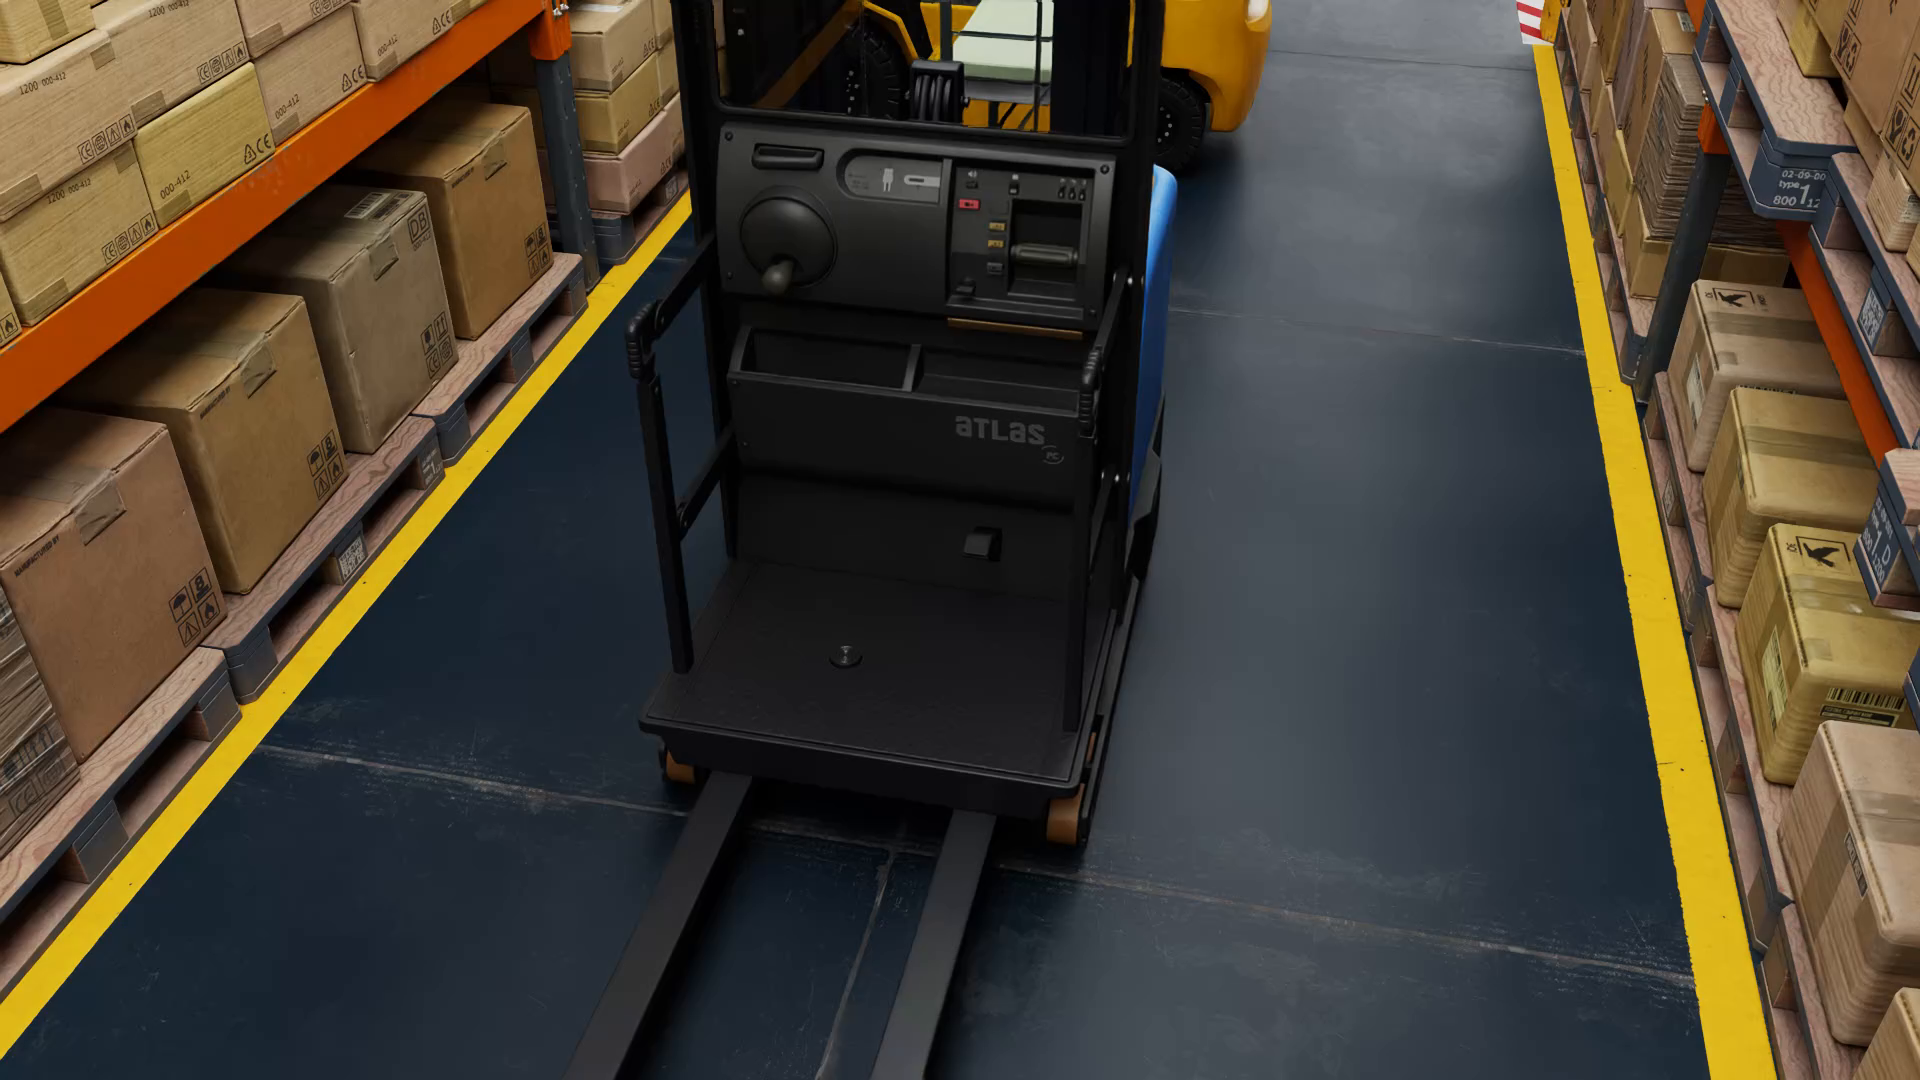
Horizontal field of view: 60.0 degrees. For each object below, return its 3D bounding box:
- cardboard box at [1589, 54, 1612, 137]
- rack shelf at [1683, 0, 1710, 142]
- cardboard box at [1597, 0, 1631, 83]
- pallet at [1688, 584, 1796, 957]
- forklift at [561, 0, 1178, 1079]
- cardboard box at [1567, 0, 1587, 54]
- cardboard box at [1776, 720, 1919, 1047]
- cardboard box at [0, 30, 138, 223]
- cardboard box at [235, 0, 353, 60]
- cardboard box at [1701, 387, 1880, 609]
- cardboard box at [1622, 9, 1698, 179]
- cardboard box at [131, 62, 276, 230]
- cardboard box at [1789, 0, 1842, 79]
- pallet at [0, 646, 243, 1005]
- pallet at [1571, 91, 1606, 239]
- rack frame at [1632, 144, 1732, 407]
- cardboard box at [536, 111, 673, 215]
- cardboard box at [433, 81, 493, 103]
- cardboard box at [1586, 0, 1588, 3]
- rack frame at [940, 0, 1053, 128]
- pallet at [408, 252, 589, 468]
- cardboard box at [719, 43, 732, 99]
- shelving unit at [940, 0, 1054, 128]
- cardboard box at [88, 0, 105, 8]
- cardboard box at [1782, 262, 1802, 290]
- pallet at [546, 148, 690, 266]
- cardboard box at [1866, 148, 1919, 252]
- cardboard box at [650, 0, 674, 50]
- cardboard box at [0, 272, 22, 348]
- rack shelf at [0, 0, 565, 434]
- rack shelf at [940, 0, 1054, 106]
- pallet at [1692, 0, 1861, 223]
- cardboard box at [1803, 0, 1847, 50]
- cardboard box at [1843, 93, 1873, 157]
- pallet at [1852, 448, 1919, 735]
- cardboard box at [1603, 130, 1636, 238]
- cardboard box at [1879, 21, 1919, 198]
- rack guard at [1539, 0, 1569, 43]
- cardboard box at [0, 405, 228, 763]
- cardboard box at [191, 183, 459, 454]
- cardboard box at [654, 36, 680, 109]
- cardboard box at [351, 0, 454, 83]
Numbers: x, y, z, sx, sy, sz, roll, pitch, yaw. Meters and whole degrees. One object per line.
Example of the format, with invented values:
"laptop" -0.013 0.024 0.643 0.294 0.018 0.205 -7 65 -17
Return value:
"cardboard box" 3.096 -1.982 7.414 0.500 0.250 0.500 10 37 13
"rack shelf" 3.332 -2.522 6.786 1.077 0.370 4.000 7 37 10
"cardboard box" 3.089 -2.292 7.202 0.500 0.500 0.500 8 37 11
"pallet" 2.481 0.611 4.227 1.003 0.211 1.213 7 37 10
"forklift" -0.156 -0.663 3.667 1.130 2.935 3.031 7 37 10
"cardboard box" 3.316 -2.588 8.251 0.500 0.250 0.500 7 37 10
"cardboard box" 2.330 0.774 3.507 0.950 0.372 0.625 7 36 9
"cardboard box" -2.229 -0.943 3.697 0.500 0.250 0.500 6 36 9
"cardboard box" -2.018 -1.526 4.502 0.500 0.250 0.500 8 37 11
"cardboard box" 2.645 -0.059 4.656 0.950 0.372 0.625 10 37 13
"cardboard box" 2.876 -1.691 6.374 0.500 0.500 0.500 8 37 11
"cardboard box" -2.138 -1.037 4.253 0.500 0.250 0.500 8 37 11
"cardboard box" 2.416 -1.315 4.365 0.380 0.149 0.250 8 37 11
"pallet" -2.586 0.669 4.147 1.003 0.211 1.213 7 37 10
"pallet" 3.272 -1.628 7.317 1.003 0.211 1.213 7 37 10
"rack frame" 2.904 -1.666 4.993 1.000 3.000 0.127 7 37 10
"cardboard box" -1.519 -1.579 6.858 0.500 0.250 0.500 8 37 10
"cardboard box" -2.042 -1.850 6.806 0.500 0.250 0.500 7 36 9
"cardboard box" 3.312 -2.878 8.012 0.500 0.500 0.500 6 36 8
"rack frame" 0.140 -0.974 5.316 0.400 1.500 0.023 7 37 10
"pallet" -2.065 -0.730 6.077 1.003 0.211 1.213 7 37 10
"cardboard box" -1.331 -2.168 7.671 0.500 0.250 0.500 8 37 11
"shelving unit" 0.219 -1.184 5.606 0.431 1.500 0.755 7 37 10
"cardboard box" -2.217 -1.345 3.911 0.380 0.149 0.250 7 37 10
"cardboard box" 3.294 -1.027 6.097 0.500 0.250 0.500 6 36 8
"pallet" -1.735 -1.608 7.289 1.003 0.211 1.213 7 37 10
"cardboard box" 2.172 -0.714 3.535 0.380 0.149 0.250 9 37 12
"cardboard box" -1.417 -2.278 6.970 0.500 0.250 0.500 7 37 10
"cardboard box" -2.354 -0.444 3.434 0.500 0.250 0.500 7 36 9
"rack shelf" -2.373 -0.848 4.478 1.077 0.370 4.000 7 37 10
"rack shelf" 0.219 -1.500 5.377 0.431 0.370 0.720 7 37 10
"pallet" 2.599 -1.169 4.470 1.003 0.211 1.213 7 37 10
"cardboard box" 2.418 -1.477 4.036 0.500 0.500 0.500 7 37 10
"cardboard box" 2.334 -1.001 3.931 0.380 0.149 0.250 8 37 11
"pallet" 2.098 0.283 2.467 1.213 0.211 1.003 7 37 10
"cardboard box" 2.872 -1.402 6.614 0.500 0.250 0.500 6 36 9
"cardboard box" 2.200 -0.900 3.239 0.500 0.500 0.500 6 36 8
"rack guard" 3.743 -2.904 8.831 1.175 0.500 0.348 7 37 10
"cardboard box" -2.521 0.067 4.267 0.875 0.625 0.625 8 37 11
"cardboard box" -2.219 -0.750 5.395 0.875 0.625 0.625 7 37 9
"cardboard box" -1.435 -2.073 7.114 0.500 0.250 0.500 7 37 10
"cardboard box" -1.900 -1.615 5.050 0.500 0.250 0.500 7 37 10
